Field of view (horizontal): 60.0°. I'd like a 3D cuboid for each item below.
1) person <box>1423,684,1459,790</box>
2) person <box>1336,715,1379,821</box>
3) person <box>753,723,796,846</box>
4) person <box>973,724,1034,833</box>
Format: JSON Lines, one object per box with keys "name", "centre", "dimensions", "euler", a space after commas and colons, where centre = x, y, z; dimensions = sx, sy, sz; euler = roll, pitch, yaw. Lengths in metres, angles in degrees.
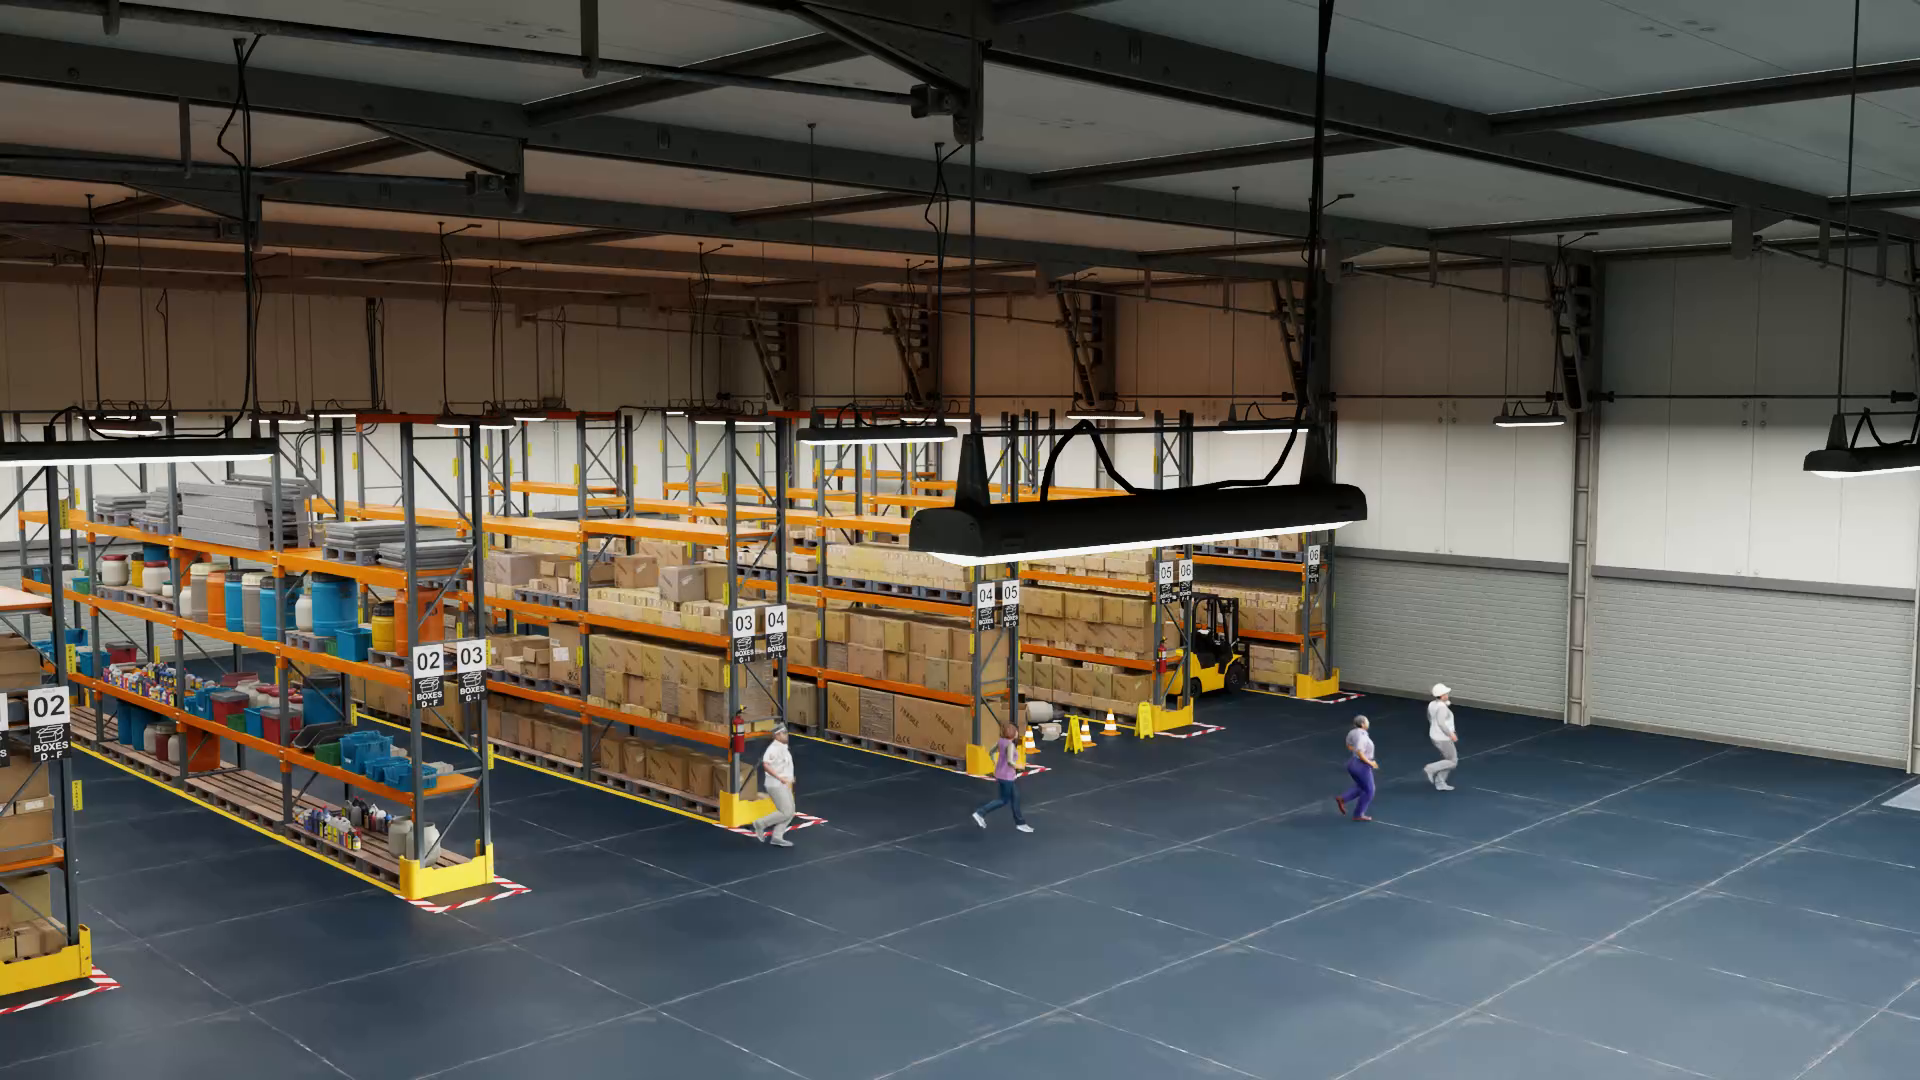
{"name": "person", "centre": [7.687, 3.163, 26.642], "dimensions": [0.586, 1.729, 0.659], "euler": [0, 5, -4]}
{"name": "person", "centre": [5.907, 3.388, 24.719], "dimensions": [0.556, 1.601, 0.594], "euler": [-1, 5, -7]}
{"name": "person", "centre": [-2.599, 3.435, 23.457], "dimensions": [0.565, 1.742, 0.689], "euler": [1, 5, 7]}
{"name": "person", "centre": [0.623, 3.456, 24.004], "dimensions": [0.915, 1.591, 0.564], "euler": [-1, 5, -16]}
